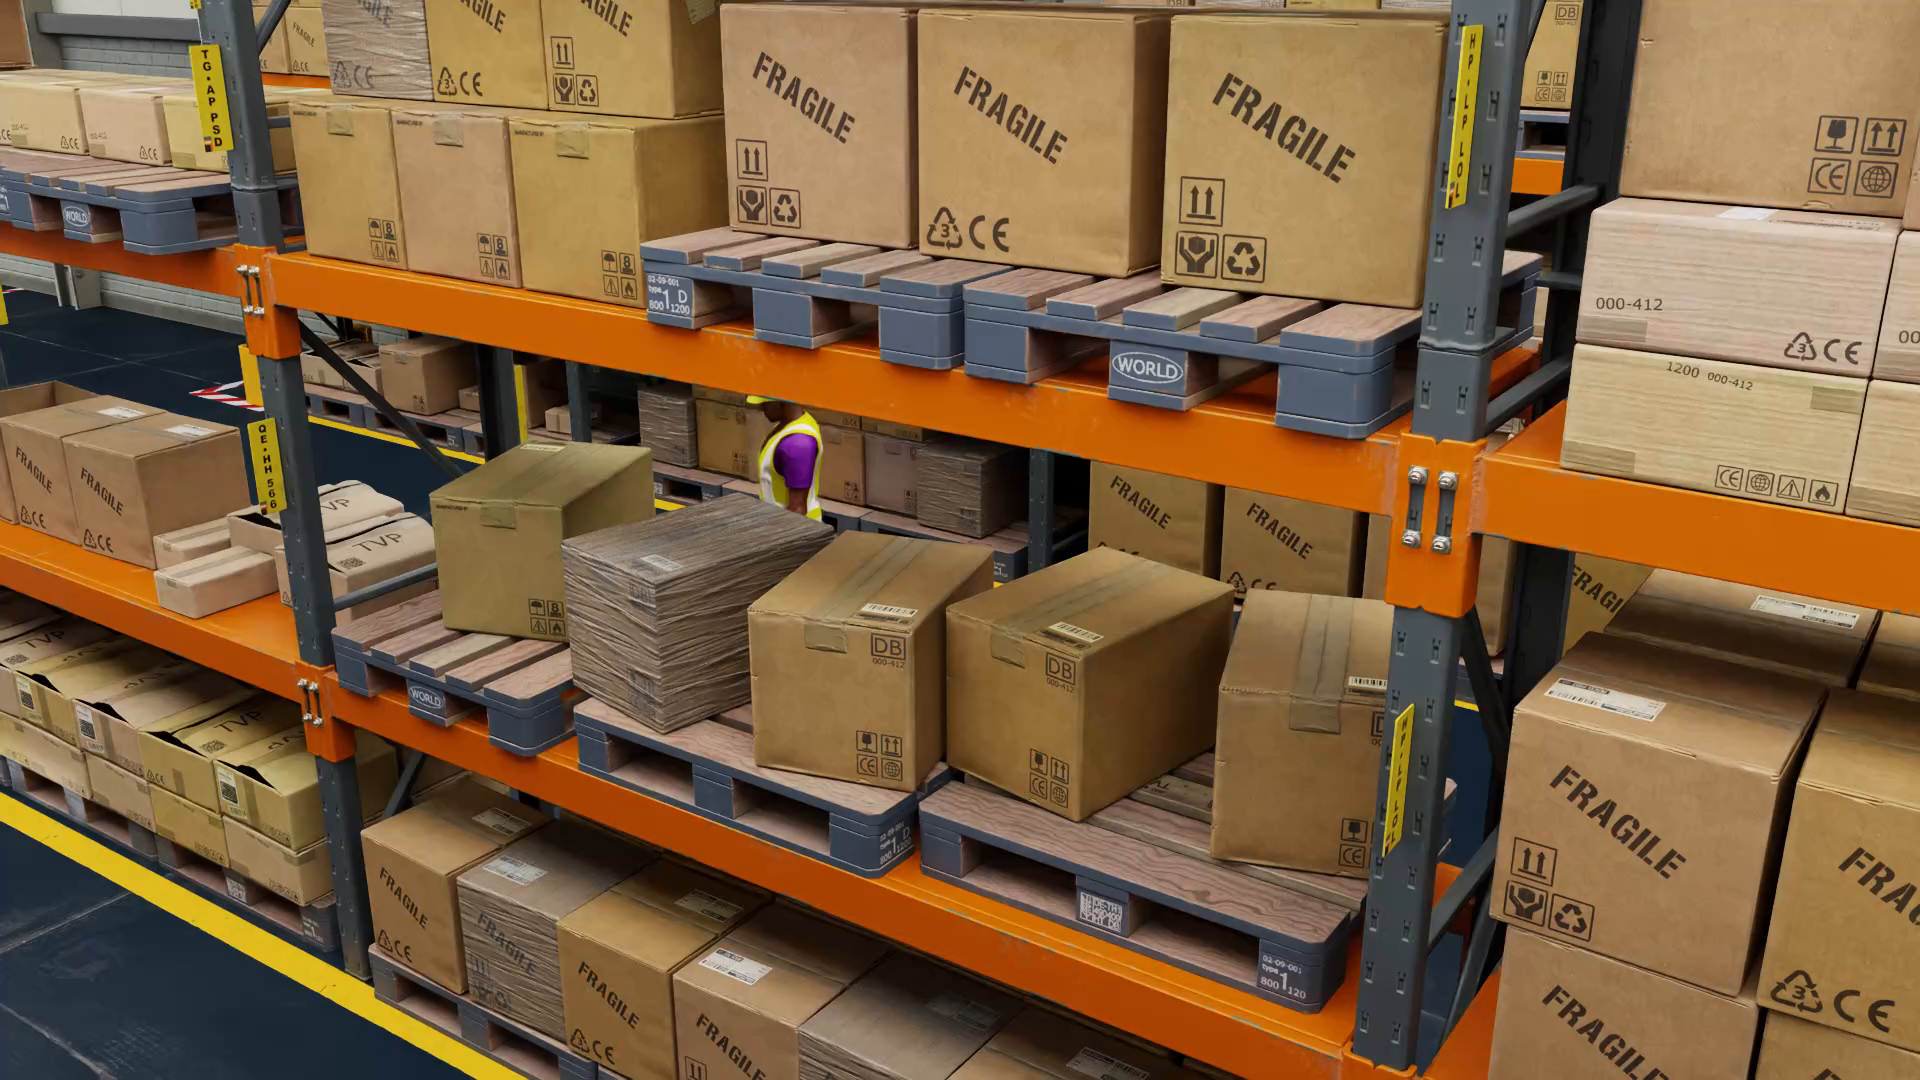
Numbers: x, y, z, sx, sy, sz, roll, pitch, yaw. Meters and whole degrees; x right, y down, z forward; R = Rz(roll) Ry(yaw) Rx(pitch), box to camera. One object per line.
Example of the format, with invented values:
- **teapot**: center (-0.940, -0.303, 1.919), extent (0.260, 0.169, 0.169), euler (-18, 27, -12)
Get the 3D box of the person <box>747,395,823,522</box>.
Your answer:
- **person**: center (-0.894, -0.051, 8.652), extent (0.640, 1.756, 0.655), euler (-3, 20, -9)
